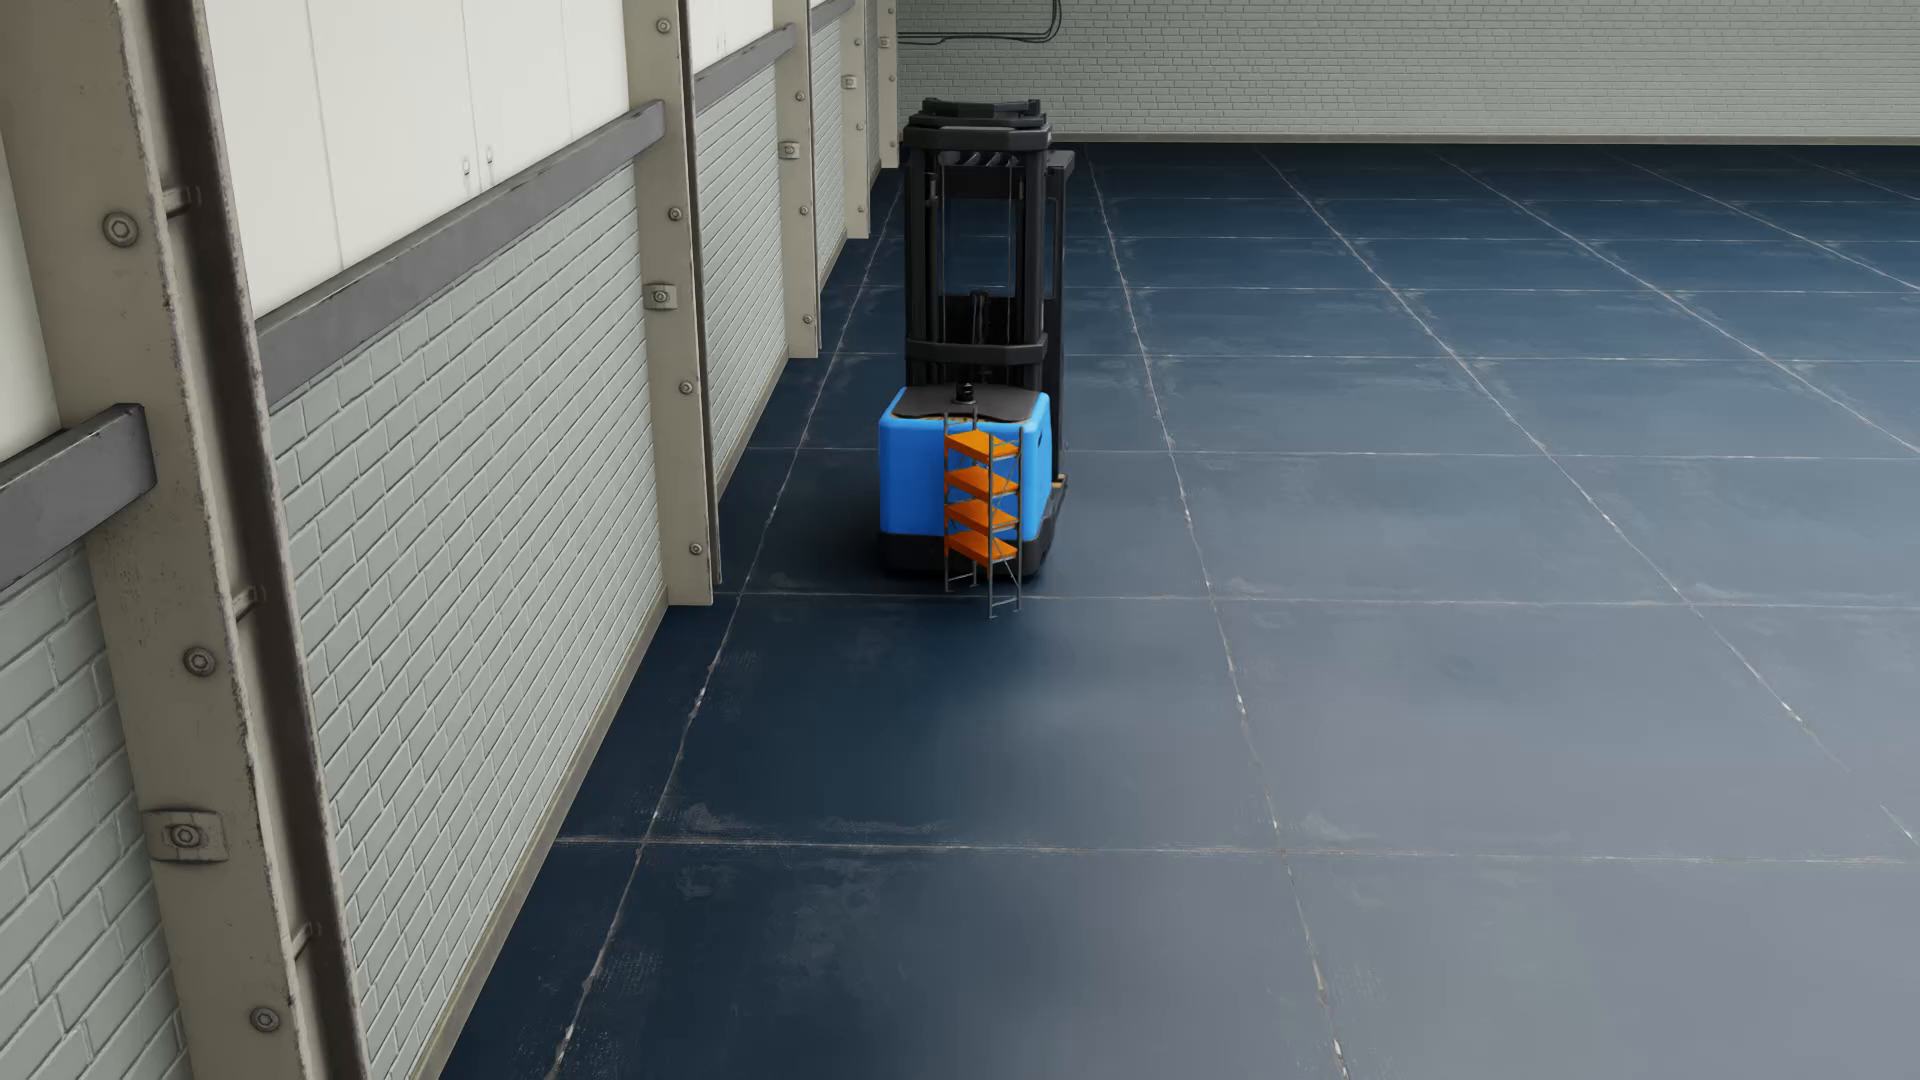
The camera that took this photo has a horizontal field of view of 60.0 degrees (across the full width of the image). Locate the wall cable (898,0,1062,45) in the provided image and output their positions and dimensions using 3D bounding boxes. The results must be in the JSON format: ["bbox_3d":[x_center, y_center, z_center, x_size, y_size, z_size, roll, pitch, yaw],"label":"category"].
[{"bbox_3d":[0.247,-9.968,29.072,3.097,2.526,0.112,1,21,2],"label":"wall cable"}]

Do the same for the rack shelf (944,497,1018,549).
[{"bbox_3d":[0.139,-0.108,10.335,0.258,0.148,0.480,-14,25,-32],"label":"rack shelf"}]

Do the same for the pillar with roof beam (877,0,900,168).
[{"bbox_3d":[3.139,-10.318,25.681,9.100,9.000,0.400,1,21,2],"label":"pillar with roof beam"}]

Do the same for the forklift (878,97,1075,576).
[{"bbox_3d":[0.204,-1.633,11.685,1.130,2.935,3.031,3,21,8],"label":"forklift"}]

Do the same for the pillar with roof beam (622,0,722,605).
[{"bbox_3d":[2.591,-3.810,8.907,9.100,9.000,0.400,1,21,2],"label":"pillar with roof beam"}]

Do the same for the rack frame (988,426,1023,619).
[{"bbox_3d":[0.276,-0.098,10.122,0.240,1.200,0.015,-14,25,-32],"label":"rack frame"}]

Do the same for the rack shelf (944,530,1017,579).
[{"bbox_3d":[0.139,0.077,10.407,0.258,0.148,0.480,-14,25,-32],"label":"rack shelf"}]

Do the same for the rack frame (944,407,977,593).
[{"bbox_3d":[0.002,-0.244,10.499,0.240,1.200,0.015,-14,25,-32],"label":"rack frame"}]

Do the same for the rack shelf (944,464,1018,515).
[{"bbox_3d":[0.139,-0.317,10.254,0.258,0.148,0.480,-14,25,-32],"label":"rack shelf"}]

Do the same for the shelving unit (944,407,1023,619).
[{"bbox_3d":[0.139,-0.171,10.310,0.258,1.200,0.503,-14,25,-32],"label":"shelving unit"}]

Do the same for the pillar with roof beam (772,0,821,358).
[{"bbox_3d":[2.774,-5.979,14.499,9.100,9.000,0.400,1,21,2],"label":"pillar with roof beam"}]

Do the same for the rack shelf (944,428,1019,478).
[{"bbox_3d":[0.139,-0.537,10.168,0.258,0.148,0.480,-14,25,-32],"label":"rack shelf"}]

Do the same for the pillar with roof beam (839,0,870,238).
[{"bbox_3d":[2.956,-8.148,20.090,9.100,9.000,0.400,1,21,2],"label":"pillar with roof beam"}]
